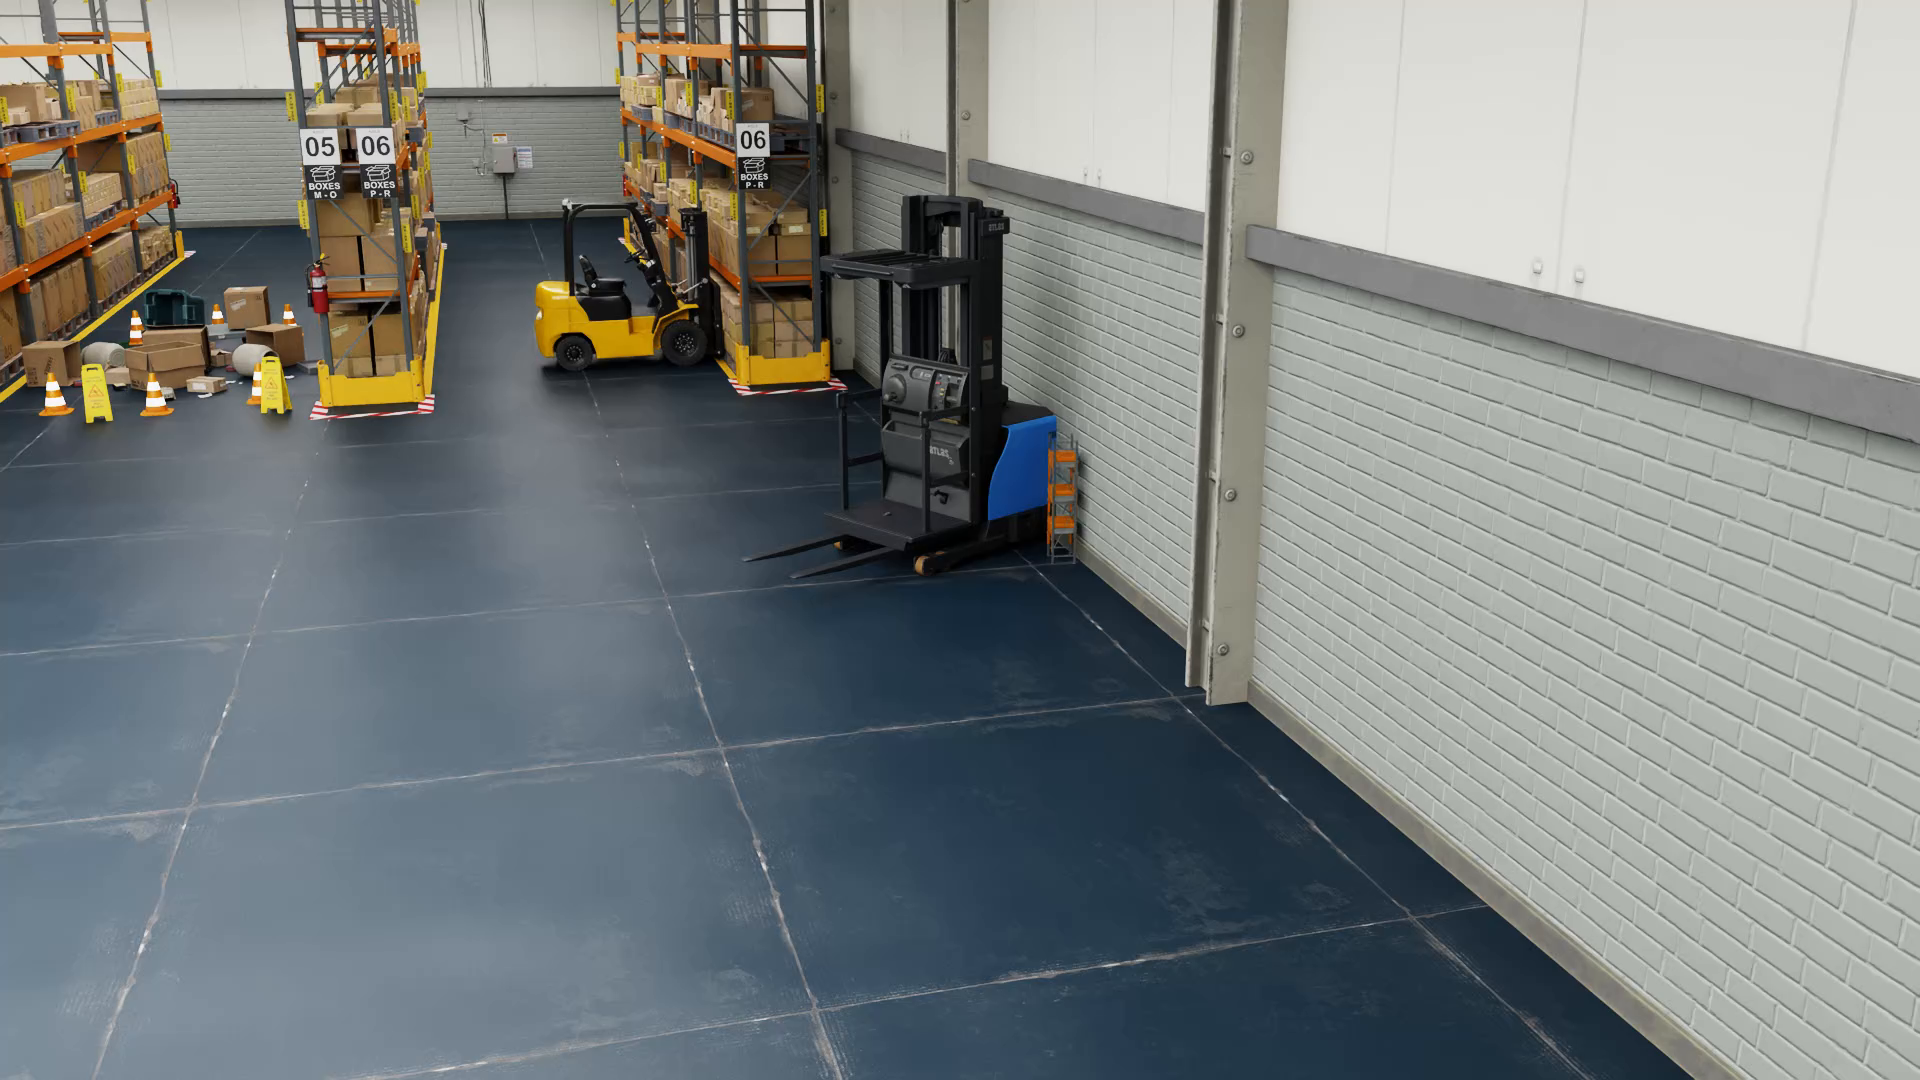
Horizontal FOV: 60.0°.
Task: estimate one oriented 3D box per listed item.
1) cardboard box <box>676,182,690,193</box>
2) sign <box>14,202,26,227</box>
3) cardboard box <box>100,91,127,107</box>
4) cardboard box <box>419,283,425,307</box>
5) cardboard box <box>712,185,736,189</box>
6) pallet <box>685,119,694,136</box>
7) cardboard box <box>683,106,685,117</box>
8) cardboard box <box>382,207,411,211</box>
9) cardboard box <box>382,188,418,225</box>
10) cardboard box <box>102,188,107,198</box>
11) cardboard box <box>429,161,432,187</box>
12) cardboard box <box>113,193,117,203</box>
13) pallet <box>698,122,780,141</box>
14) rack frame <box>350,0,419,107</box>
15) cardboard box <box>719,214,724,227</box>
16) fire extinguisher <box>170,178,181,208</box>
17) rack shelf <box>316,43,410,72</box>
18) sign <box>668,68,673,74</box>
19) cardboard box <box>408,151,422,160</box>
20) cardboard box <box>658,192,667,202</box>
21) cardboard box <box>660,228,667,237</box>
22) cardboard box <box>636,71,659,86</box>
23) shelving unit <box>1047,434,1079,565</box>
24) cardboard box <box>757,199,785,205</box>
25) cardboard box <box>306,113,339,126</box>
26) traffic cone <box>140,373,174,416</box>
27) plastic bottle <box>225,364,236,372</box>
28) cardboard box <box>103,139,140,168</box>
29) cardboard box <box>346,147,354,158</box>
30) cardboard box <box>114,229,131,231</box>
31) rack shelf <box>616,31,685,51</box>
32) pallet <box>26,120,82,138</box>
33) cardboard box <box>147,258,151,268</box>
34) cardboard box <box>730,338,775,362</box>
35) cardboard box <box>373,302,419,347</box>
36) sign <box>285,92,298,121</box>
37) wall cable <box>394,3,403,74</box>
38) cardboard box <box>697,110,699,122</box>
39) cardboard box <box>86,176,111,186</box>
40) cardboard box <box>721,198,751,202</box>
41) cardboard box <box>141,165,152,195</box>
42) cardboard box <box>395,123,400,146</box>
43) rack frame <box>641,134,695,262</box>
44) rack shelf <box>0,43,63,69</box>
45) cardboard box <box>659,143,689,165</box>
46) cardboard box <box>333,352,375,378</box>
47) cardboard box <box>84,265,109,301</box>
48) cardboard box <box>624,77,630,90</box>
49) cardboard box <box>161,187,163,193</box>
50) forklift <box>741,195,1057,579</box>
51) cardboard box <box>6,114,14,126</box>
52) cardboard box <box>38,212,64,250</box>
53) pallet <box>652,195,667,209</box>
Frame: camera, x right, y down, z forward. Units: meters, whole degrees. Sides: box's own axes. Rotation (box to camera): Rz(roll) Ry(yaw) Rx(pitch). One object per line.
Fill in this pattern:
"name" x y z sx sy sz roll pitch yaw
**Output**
"cardboard box" -4.395 -5.724 26.991 0.380 0.149 0.250 -4 17 -15
"sign" -12.324 -4.268 21.805 0.100 0.325 0.005 -5 17 -15
"cardboard box" -14.958 -7.741 29.185 0.500 0.250 0.500 -4 17 -13
"cardboard box" -8.666 -3.669 25.290 0.950 0.372 0.625 -4 17 -13
"cardboard box" -3.729 -5.552 26.420 0.380 0.149 0.250 -4 17 -14
"pallet" -3.609 -6.172 24.904 0.805 0.209 1.217 -5 18 -17
"cardboard box" -3.948 -6.430 24.962 0.380 0.149 0.250 -5 17 -15
"cardboard box" -7.764 -4.278 22.788 0.500 0.500 0.500 -5 17 -17
"cardboard box" -7.979 -4.735 23.579 0.500 0.500 0.500 -4 17 -14
"cardboard box" -14.391 -5.749 27.566 0.380 0.149 0.250 -5 17 -15
"cardboard box" -11.037 -7.445 33.851 0.500 0.500 0.500 -5 17 -15
"cardboard box" -14.618 -5.830 28.353 0.380 0.149 0.250 -5 17 -15
"pallet" -3.095 -5.744 23.302 1.003 0.211 1.213 -5 17 -15
"rack frame" -10.324 -9.277 29.693 1.000 3.000 0.127 -5 17 -15
"cardboard box" -2.996 -4.263 22.128 0.380 0.149 0.250 -5 17 -15
"fire extinguisher" -15.781 -6.981 33.262 0.296 0.674 0.183 -5 17 -15
"rack shelf" -8.675 -7.081 24.329 1.077 0.370 4.000 -5 17 -15
"sign" -6.113 -9.802 35.118 0.100 0.325 0.005 -5 17 -15
"cardboard box" -9.690 -6.542 29.106 0.500 0.500 0.500 -4 17 -14
"cardboard box" -5.003 -5.923 28.662 0.380 0.149 0.250 -4 17 -14
"cardboard box" -5.291 -5.635 30.486 0.380 0.149 0.250 -4 17 -13
"cardboard box" -5.806 -8.592 30.924 0.396 0.266 0.258 -5 17 -16
"shelving unit" 0.846 -0.336 13.746 0.215 1.050 0.252 -2 17 -5
"cardboard box" -2.539 -4.519 22.463 0.380 0.149 0.250 -5 17 -15
"cardboard box" -7.403 -4.853 19.230 0.380 0.149 0.250 -5 17 -15
"traffic cone" -9.359 -1.704 19.322 0.336 0.463 0.334 -5 17 -15
"plastic bottle" -9.574 -2.278 21.930 0.133 0.061 0.283 -2 17 -6
"cardboard box" -15.103 -6.940 29.912 0.500 0.500 0.500 -5 18 -17
"cardboard box" -7.539 -4.695 20.090 0.380 0.149 0.250 -5 17 -15
"cardboard box" -16.200 -5.893 32.048 0.380 0.149 0.250 -5 17 -15
"rack shelf" -6.102 -9.877 32.949 1.077 0.370 4.000 -5 17 -15
"pallet" -13.729 -6.050 24.494 1.213 0.211 1.003 -4 17 -13
"cardboard box" -14.920 -5.020 30.175 0.380 0.149 0.250 -4 17 -14
"cardboard box" -2.688 -2.467 21.500 0.500 0.250 0.500 -5 17 -15
"cardboard box" -7.137 -2.723 21.051 0.500 0.500 0.500 -5 18 -17
"sign" -7.566 -4.907 18.819 0.100 0.325 0.005 -5 17 -15
"wall cable" -13.258 -11.934 38.540 0.463 3.000 0.029 -5 17 -15
"cardboard box" -3.523 -6.001 23.536 0.380 0.149 0.250 -4 17 -14
"cardboard box" -14.542 -6.036 28.005 0.380 0.149 0.250 -5 17 -15
"cardboard box" -3.036 -4.556 22.587 0.380 0.149 0.250 -5 17 -15
"cardboard box" -15.196 -6.610 30.552 0.500 0.500 0.500 -5 17 -16
"cardboard box" -7.038 -4.892 20.053 0.500 0.250 0.500 -5 17 -16
"rack frame" -5.553 -6.797 31.866 1.000 3.000 0.127 -5 17 -15
"rack shelf" -13.407 -6.662 22.933 1.077 0.370 4.000 -5 17 -15
"cardboard box" -5.706 -7.660 33.178 0.500 0.500 0.500 -5 17 -17
"cardboard box" -7.514 -2.178 20.537 0.500 0.250 0.500 -5 17 -16
"cardboard box" -13.906 -4.098 26.495 0.500 0.500 0.500 -5 18 -18
"cardboard box" -6.499 -9.227 33.618 0.500 0.250 0.500 -5 17 -16
"cardboard box" -15.762 -6.831 32.415 0.380 0.149 0.250 -5 17 -15
"forklift" -0.438 -1.276 13.606 1.130 2.935 3.031 16 23 42
"cardboard box" -12.904 -5.643 22.344 0.250 0.149 0.380 -5 17 -15
"cardboard box" -13.157 -4.405 23.727 0.500 0.500 0.500 -4 17 -14
"pallet" -4.992 -6.136 30.000 1.003 0.211 1.213 -5 17 -15
